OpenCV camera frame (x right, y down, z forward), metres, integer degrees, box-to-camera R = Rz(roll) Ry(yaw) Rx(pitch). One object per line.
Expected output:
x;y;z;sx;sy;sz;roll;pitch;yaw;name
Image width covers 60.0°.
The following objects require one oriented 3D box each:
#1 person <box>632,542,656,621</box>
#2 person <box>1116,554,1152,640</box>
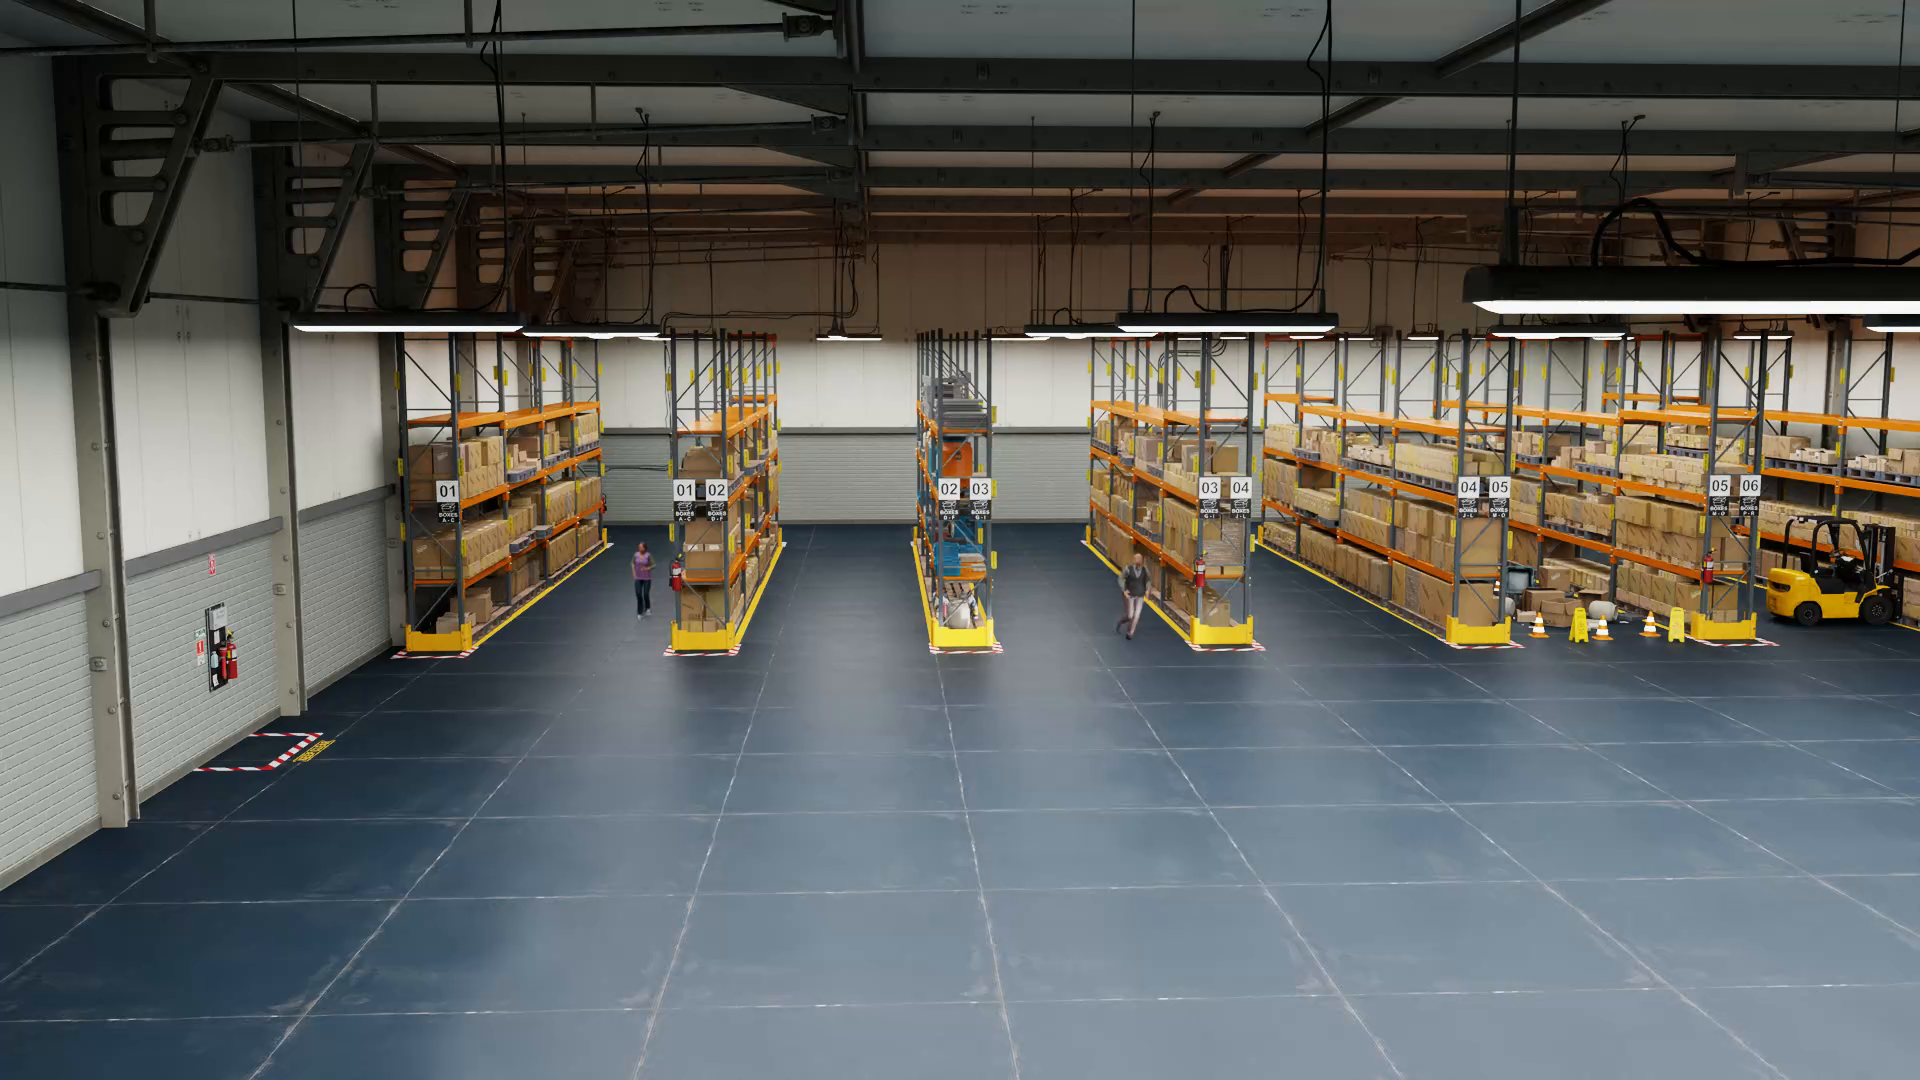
-6.607;0.854;34.740;0.544;1.651;0.642;0;7;0;person
3.426;1.098;32.333;0.688;1.671;0.584;-2;7;-13;person
